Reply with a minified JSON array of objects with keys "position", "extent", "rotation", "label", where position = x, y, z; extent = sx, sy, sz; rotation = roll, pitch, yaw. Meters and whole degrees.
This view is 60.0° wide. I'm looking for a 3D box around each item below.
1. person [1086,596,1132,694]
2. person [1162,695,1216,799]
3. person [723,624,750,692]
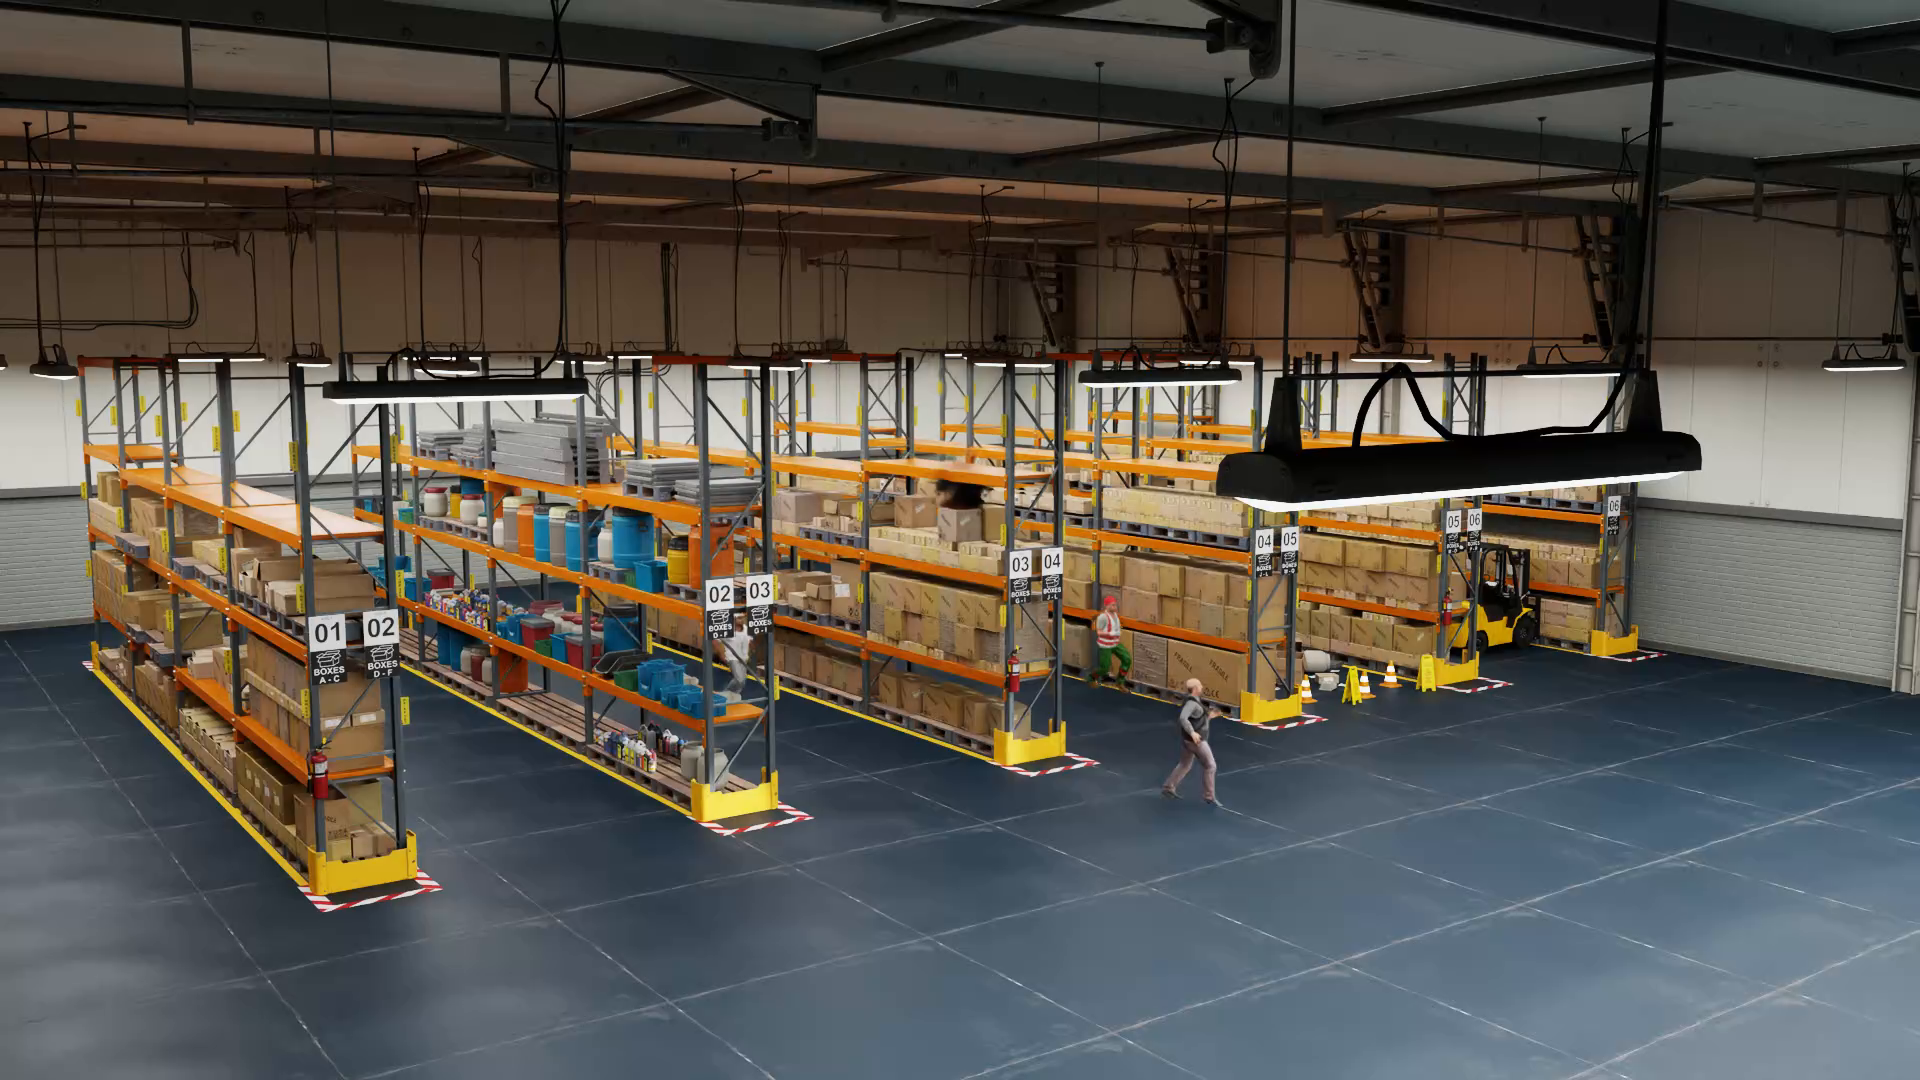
[{"position":[2.555,1.789,28.842],"extent":[0.598,1.670,0.880],"rotation":[-6,9,-40],"label":"person"},{"position":[3.105,2.792,22.490],"extent":[0.709,1.405,0.447],"rotation":[-1,7,-7],"label":"person"},{"position":[-3.815,2.166,28.406],"extent":[0.429,1.459,0.406],"rotation":[-7,10,-44],"label":"person"}]
